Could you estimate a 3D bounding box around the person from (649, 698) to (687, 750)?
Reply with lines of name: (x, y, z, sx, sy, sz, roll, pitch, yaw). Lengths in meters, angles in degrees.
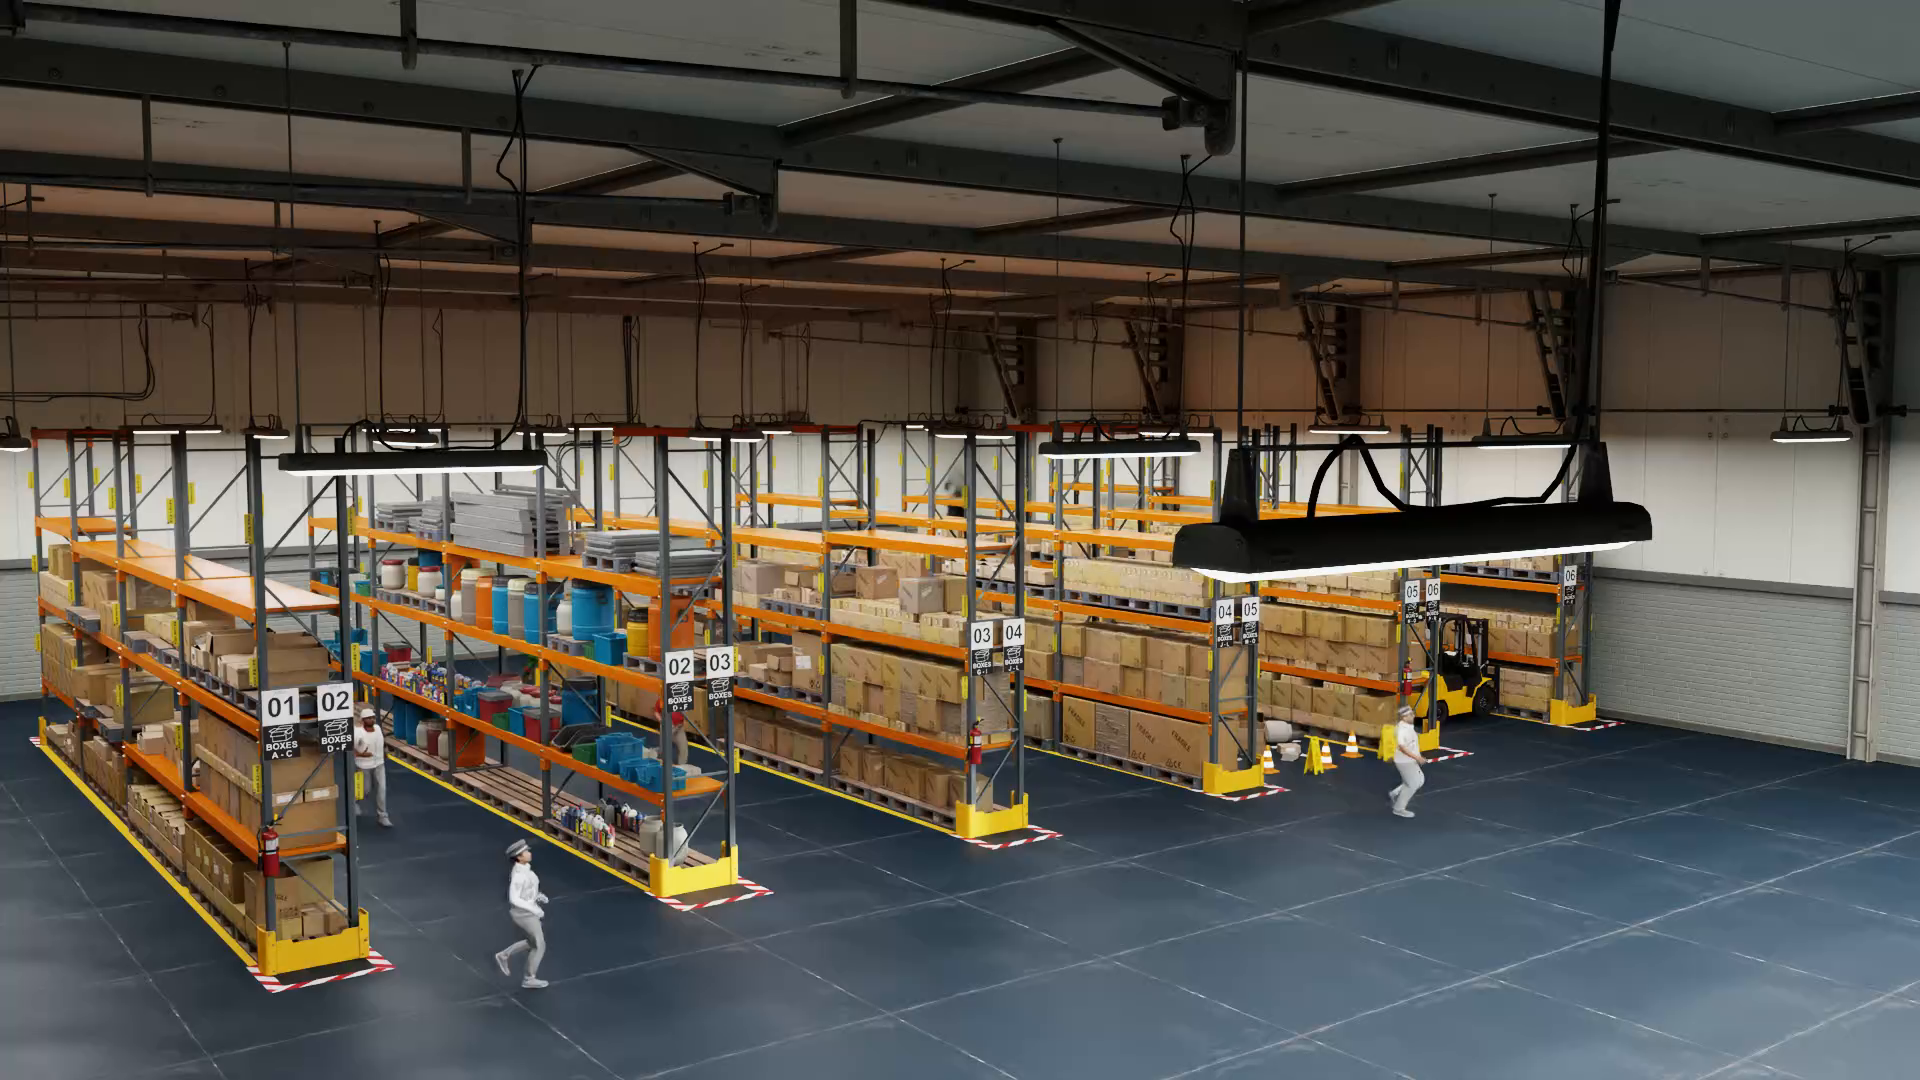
person: (-4.962, 3.275, 28.494, 0.642, 1.724, 1.029, -4, 6, -41)

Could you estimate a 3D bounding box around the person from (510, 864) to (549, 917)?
person: (-4.714, 3.802, 18.165, 0.401, 0.548, 0.479, -1, 5, -11)

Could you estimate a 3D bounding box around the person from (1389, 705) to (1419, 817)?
person: (6.950, 3.432, 25.931, 0.407, 1.739, 0.427, 1, 5, 14)

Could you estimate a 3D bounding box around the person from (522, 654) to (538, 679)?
person: (-9.894, 2.406, 38.608, 0.597, 1.675, 0.662, -2, 5, -23)

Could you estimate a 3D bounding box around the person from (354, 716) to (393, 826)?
person: (-9.006, 3.407, 25.349, 0.967, 1.617, 0.702, 4, 6, 39)
